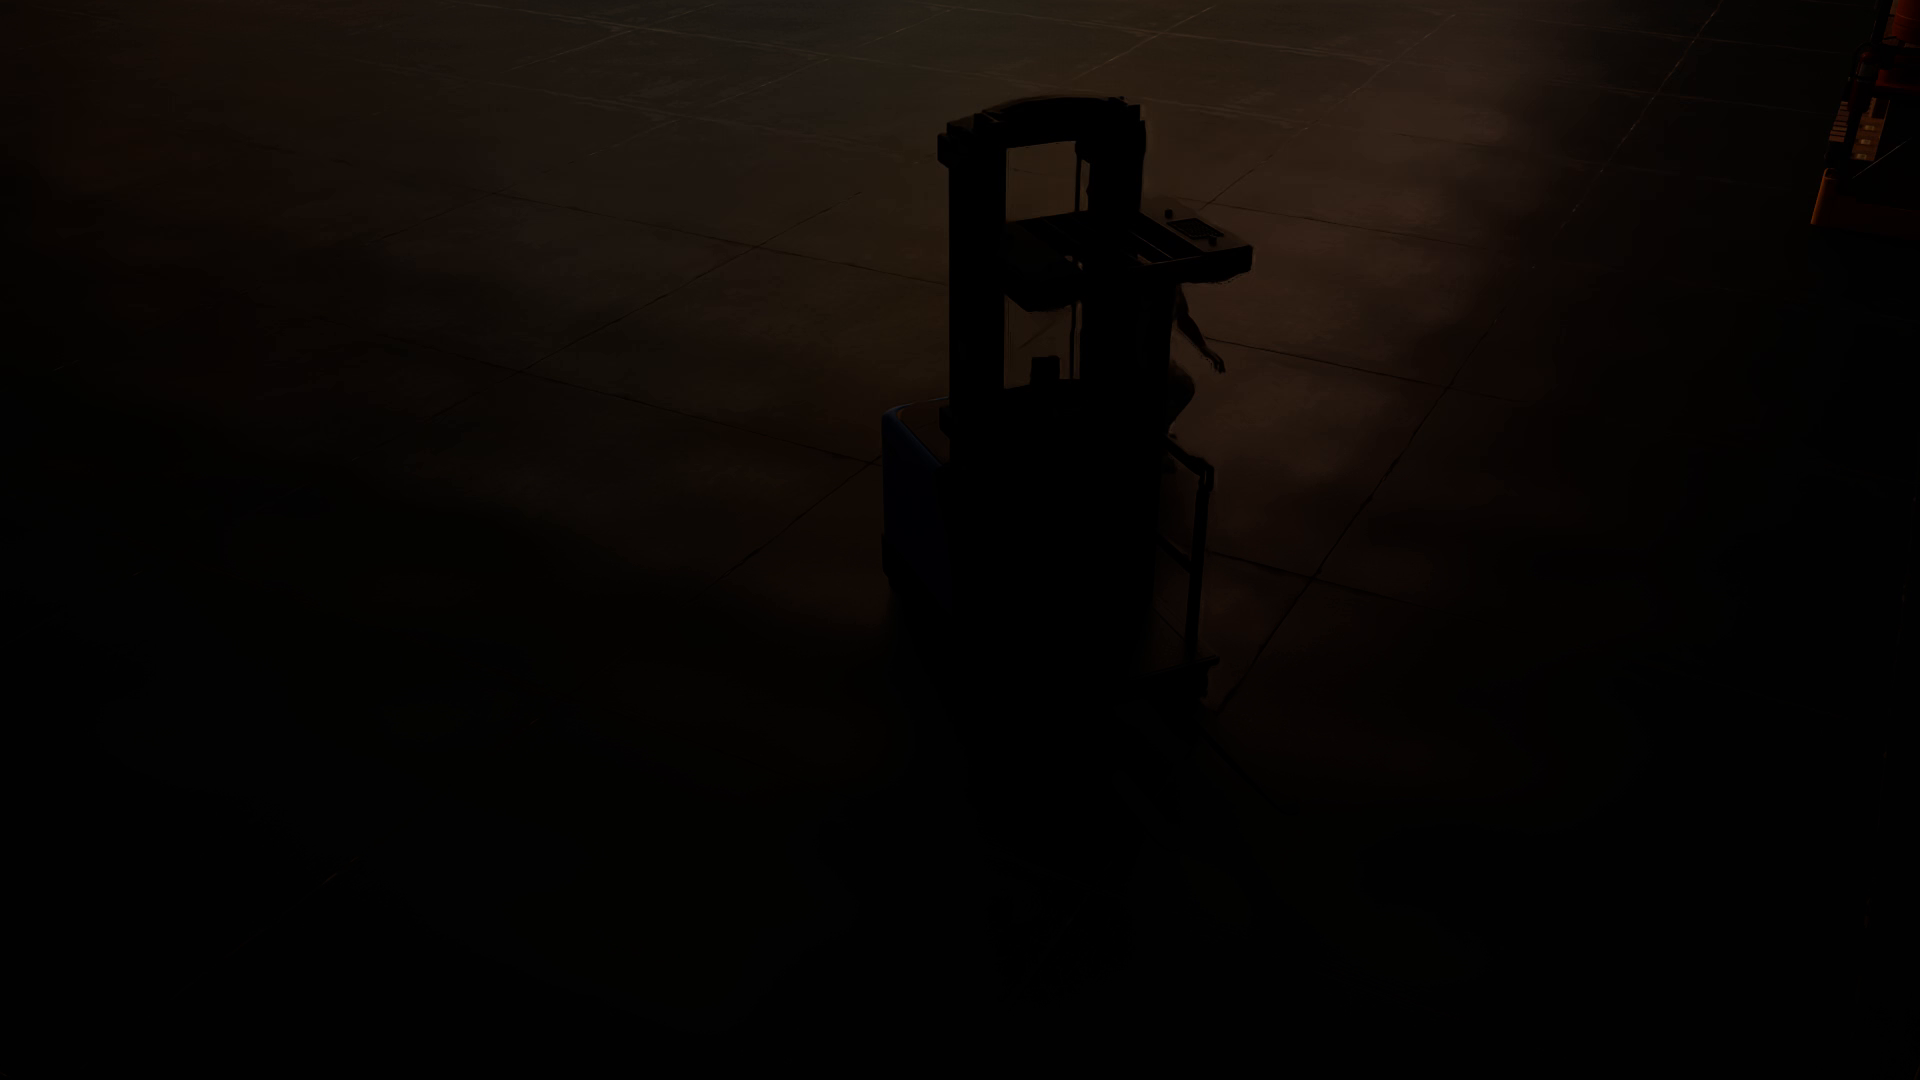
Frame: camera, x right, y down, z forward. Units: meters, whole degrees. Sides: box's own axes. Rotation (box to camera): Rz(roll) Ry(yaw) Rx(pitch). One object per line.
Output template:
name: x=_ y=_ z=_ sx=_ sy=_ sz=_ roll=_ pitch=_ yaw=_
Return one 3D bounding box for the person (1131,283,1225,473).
person: x=1.274 y=-1.186 z=10.582 sx=0.707 sy=1.533 sz=0.832 roll=13 pitch=32 yaw=21

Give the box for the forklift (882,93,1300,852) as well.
forklift: x=0.610 y=-0.484 z=7.909 sx=1.130 sy=2.935 sz=3.031 roll=-12 pitch=32 yaw=-20
